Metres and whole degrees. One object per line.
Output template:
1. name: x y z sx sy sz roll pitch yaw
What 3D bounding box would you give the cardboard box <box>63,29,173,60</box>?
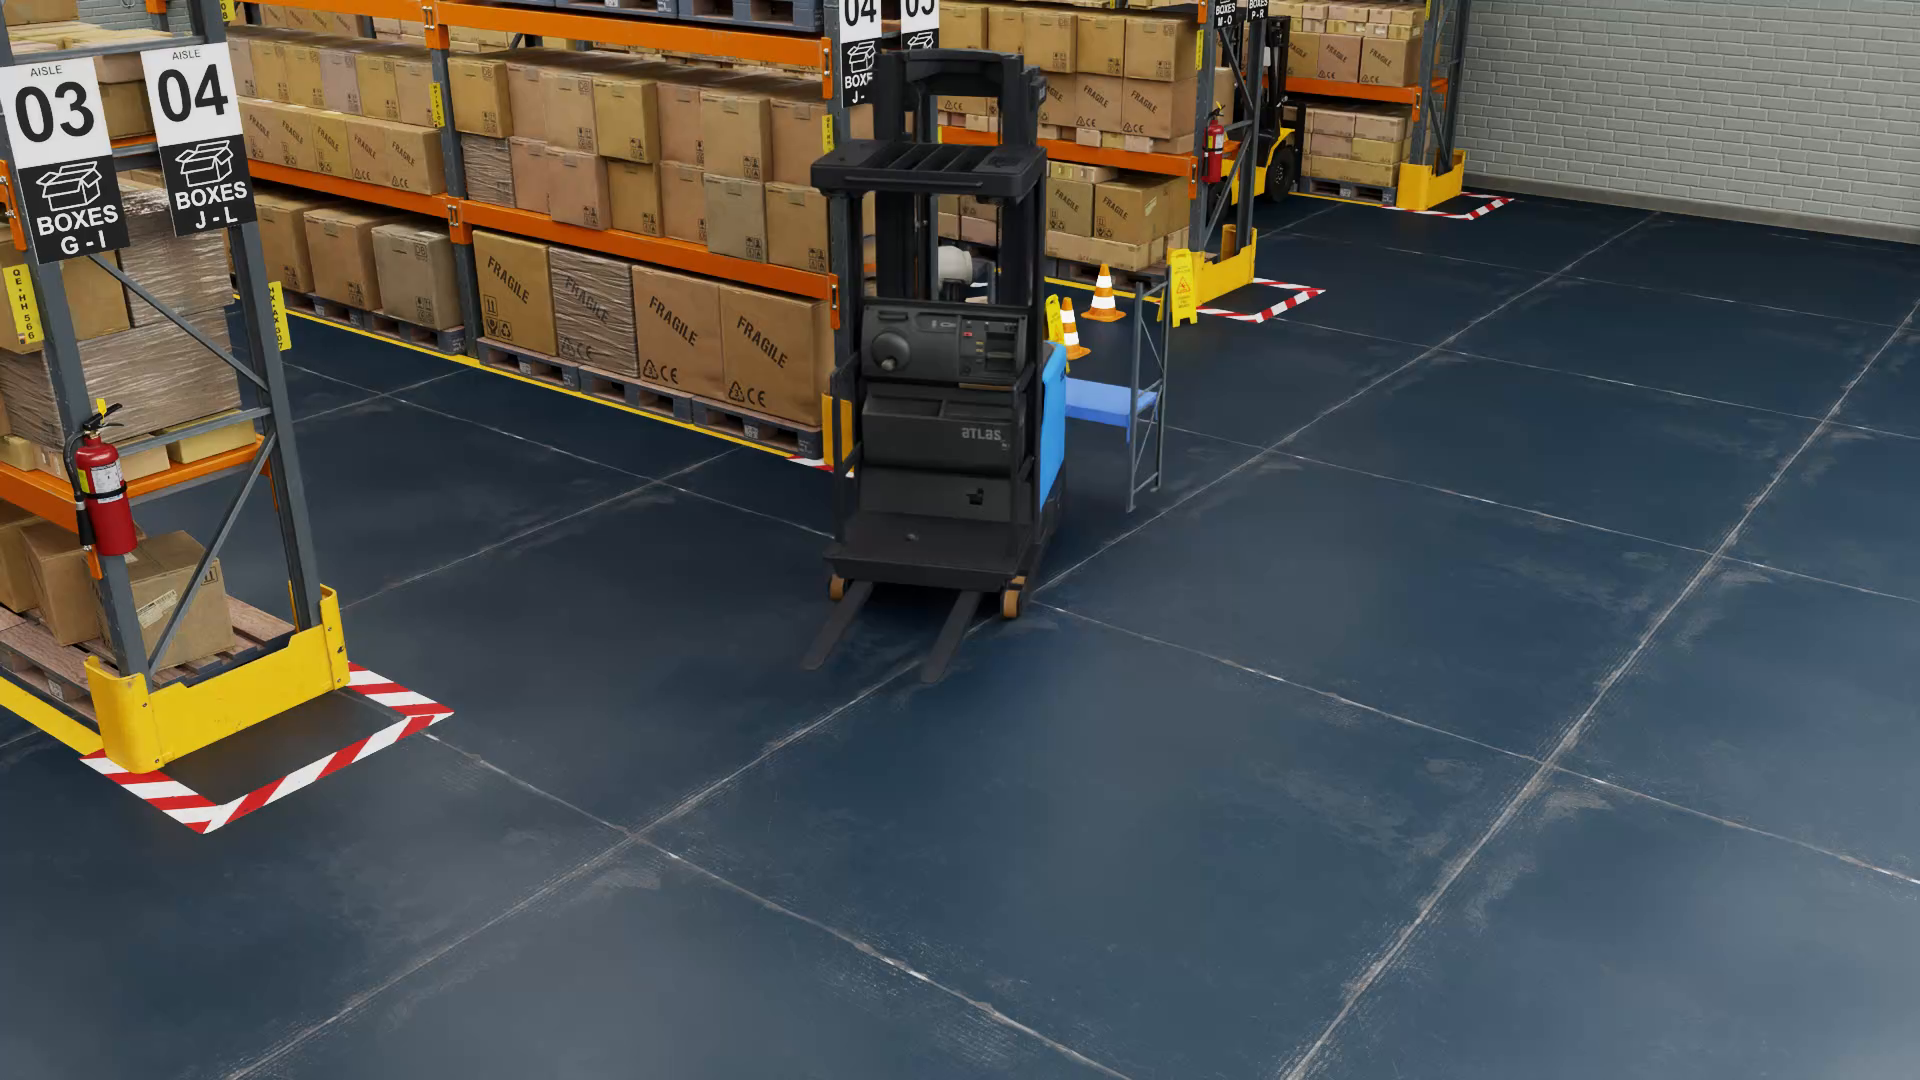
1. cardboard box: -3.783 -2.202 7.499 0.250 0.149 0.380 18 29 34

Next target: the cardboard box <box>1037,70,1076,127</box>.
1. cardboard box: 0.996 -4.147 15.449 0.500 0.500 0.500 17 29 33

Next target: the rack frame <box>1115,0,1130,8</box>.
1. rack frame: 2.165 -6.248 20.710 0.127 3.000 1.000 17 29 33

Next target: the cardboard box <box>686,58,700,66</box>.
1. cardboard box: -2.767 -5.229 18.188 0.250 0.149 0.380 18 30 35

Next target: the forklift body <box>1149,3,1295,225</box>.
1. forklift body: 2.754 -4.762 18.390 1.214 2.155 2.313 17 29 33

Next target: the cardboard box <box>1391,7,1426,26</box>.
1. cardboard box: 4.953 -5.778 18.346 0.250 0.149 0.380 17 29 33

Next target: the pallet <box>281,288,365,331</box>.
1. pallet: -5.340 -2.205 14.992 1.213 0.211 1.003 17 29 33

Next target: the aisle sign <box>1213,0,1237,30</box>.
1. aisle sign: 2.268 -4.759 14.107 0.004 0.787 0.394 17 29 33

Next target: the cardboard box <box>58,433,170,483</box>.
1. cardboard box: -3.903 -0.368 7.677 0.250 0.149 0.380 17 29 33

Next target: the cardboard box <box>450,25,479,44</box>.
1. cardboard box: -5.800 -6.173 20.107 0.500 0.250 0.500 16 28 32

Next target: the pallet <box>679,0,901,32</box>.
1. pallet: -1.096 -3.565 11.010 1.213 0.211 1.003 17 29 33

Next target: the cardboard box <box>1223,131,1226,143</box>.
1. cardboard box: 2.244 -3.712 15.266 0.250 0.149 0.380 17 29 33

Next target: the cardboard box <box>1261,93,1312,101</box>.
1. cardboard box: 3.893 -5.219 20.025 0.500 0.250 0.500 16 28 32

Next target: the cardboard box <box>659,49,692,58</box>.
1. cardboard box: -2.938 -5.553 18.119 0.500 0.500 0.500 17 29 34

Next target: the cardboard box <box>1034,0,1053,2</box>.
1. cardboard box: 1.087 -6.755 20.932 0.250 0.149 0.380 16 28 32

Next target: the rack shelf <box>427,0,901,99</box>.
1. rack shelf: -2.096 -3.584 11.835 4.000 0.370 1.077 17 29 33

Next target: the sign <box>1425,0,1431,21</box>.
1. sign: 5.029 -5.747 17.843 0.005 0.325 0.100 17 29 33

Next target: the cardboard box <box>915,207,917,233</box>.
1. cardboard box: -0.499 -3.349 17.021 0.500 0.250 0.500 15 28 31

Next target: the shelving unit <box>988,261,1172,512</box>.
1. shelving unit: 0.754 -1.054 10.782 1.048 1.500 0.538 13 27 27

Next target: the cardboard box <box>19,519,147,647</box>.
1. cardboard box: -4.540 0.181 8.698 0.500 0.500 0.500 -17 29 -34

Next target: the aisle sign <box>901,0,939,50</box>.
1. aisle sign: -0.259 -3.326 10.854 0.004 0.787 0.394 17 29 33

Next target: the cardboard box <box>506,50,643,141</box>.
1. cardboard box: -2.912 -3.391 12.700 0.550 0.550 0.875 17 29 33

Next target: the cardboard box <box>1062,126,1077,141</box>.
1. cardboard box: 1.158 -3.839 15.554 0.250 0.149 0.380 17 29 34

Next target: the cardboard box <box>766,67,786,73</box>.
1. cardboard box: -1.814 -4.878 17.392 0.250 0.149 0.380 16 29 32

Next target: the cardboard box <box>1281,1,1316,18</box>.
1. cardboard box: 3.871 -6.054 18.973 0.250 0.149 0.380 17 29 34

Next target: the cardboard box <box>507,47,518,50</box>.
1. cardboard box: -4.988 -5.701 19.655 0.500 0.250 0.500 17 29 34

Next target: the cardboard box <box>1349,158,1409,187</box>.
1. cardboard box: 4.800 -4.226 19.010 0.500 0.250 0.500 17 29 34

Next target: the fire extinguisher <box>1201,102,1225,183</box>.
1. fire extinguisher: 2.207 -3.466 14.493 0.183 0.674 0.296 17 29 33

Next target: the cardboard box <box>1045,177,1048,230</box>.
1. cardboard box: 0.775 -3.314 16.011 0.500 0.500 0.500 16 28 32

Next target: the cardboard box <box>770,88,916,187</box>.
1. cardboard box: -0.770 -2.722 11.181 0.550 0.550 0.875 17 29 33

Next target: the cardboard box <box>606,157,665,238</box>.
1. cardboard box: -2.095 -2.617 12.283 0.500 0.550 0.875 17 29 33

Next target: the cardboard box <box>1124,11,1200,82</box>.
1. cardboard box: 1.852 -4.371 14.716 0.500 0.500 0.700 16 28 32

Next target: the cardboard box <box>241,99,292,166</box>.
1. cardboard box: -5.888 -3.597 14.570 0.500 0.500 0.500 17 29 33

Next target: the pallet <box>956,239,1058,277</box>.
1. pallet: 0.730 -2.923 16.623 1.213 0.211 1.003 17 29 33

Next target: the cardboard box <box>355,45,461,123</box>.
1. cardboard box: -4.510 -3.769 13.720 0.500 0.500 0.700 16 29 32

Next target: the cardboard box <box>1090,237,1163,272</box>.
1. cardboard box: 1.564 -2.726 15.607 0.500 0.250 0.500 17 29 33

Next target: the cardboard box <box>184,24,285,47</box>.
1. cardboard box: -6.544 -4.383 15.112 0.500 0.500 0.700 17 29 33

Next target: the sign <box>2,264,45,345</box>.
1. sign: -3.901 -0.981 6.928 0.005 0.325 0.100 17 29 33

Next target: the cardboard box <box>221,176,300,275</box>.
1. cardboard box: -6.464 -2.977 15.557 0.750 0.750 1.050 16 29 33

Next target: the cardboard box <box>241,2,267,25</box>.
1. cardboard box: -9.382 -7.142 22.615 0.500 0.500 0.500 17 29 33

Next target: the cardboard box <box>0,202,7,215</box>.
1. cardboard box: -4.543 -1.292 7.730 0.500 0.500 0.500 17 29 33

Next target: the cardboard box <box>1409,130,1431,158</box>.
1. cardboard box: 5.114 -4.624 19.293 0.500 0.250 0.500 17 29 34

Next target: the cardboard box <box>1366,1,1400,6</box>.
1. cardboard box: 4.816 -6.043 18.947 0.250 0.149 0.380 17 29 34

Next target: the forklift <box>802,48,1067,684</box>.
1. forklift: -0.133 -1.066 9.034 1.130 2.935 3.031 5 24 11

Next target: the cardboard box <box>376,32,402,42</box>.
1. cardboard box: -7.017 -6.320 21.059 0.500 0.250 0.500 16 28 32

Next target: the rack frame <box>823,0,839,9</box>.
1. rack frame: -0.496 -4.802 9.988 0.127 3.000 1.000 17 29 33

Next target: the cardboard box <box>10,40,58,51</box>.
1. cardboard box: -4.099 -2.034 7.118 0.250 0.149 0.380 16 28 32

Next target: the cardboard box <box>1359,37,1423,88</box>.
1. cardboard box: 4.815 -5.360 18.572 0.500 0.500 0.500 16 28 32

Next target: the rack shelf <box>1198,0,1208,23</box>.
1. rack shelf: 0.791 -5.205 15.515 4.000 0.370 1.077 17 29 33

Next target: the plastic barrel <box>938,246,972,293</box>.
1. plastic barrel: -0.169 -2.510 15.422 0.512 0.421 0.421 -5 24 -12

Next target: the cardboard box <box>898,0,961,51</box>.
1. cardboard box: -0.191 -4.978 16.094 0.500 0.500 0.700 17 29 34

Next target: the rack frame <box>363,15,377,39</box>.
1. rack frame: -7.210 -6.580 21.463 0.127 3.000 1.000 17 29 33

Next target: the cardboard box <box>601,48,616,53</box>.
1. cardboard box: -3.861 -5.551 18.920 0.250 0.149 0.380 15 28 30

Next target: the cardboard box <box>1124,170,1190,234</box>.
1. cardboard box: 1.893 -3.245 15.854 0.500 0.500 0.500 16 28 32

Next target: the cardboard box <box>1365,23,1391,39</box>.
1. cardboard box: 4.698 -5.669 18.467 0.250 0.149 0.380 17 29 34

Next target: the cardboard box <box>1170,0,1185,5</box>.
1. cardboard box: 2.715 -6.461 19.896 0.250 0.149 0.380 16 29 32

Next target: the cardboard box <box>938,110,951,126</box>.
1. cardboard box: -0.108 -4.181 16.330 0.250 0.149 0.380 18 29 35
